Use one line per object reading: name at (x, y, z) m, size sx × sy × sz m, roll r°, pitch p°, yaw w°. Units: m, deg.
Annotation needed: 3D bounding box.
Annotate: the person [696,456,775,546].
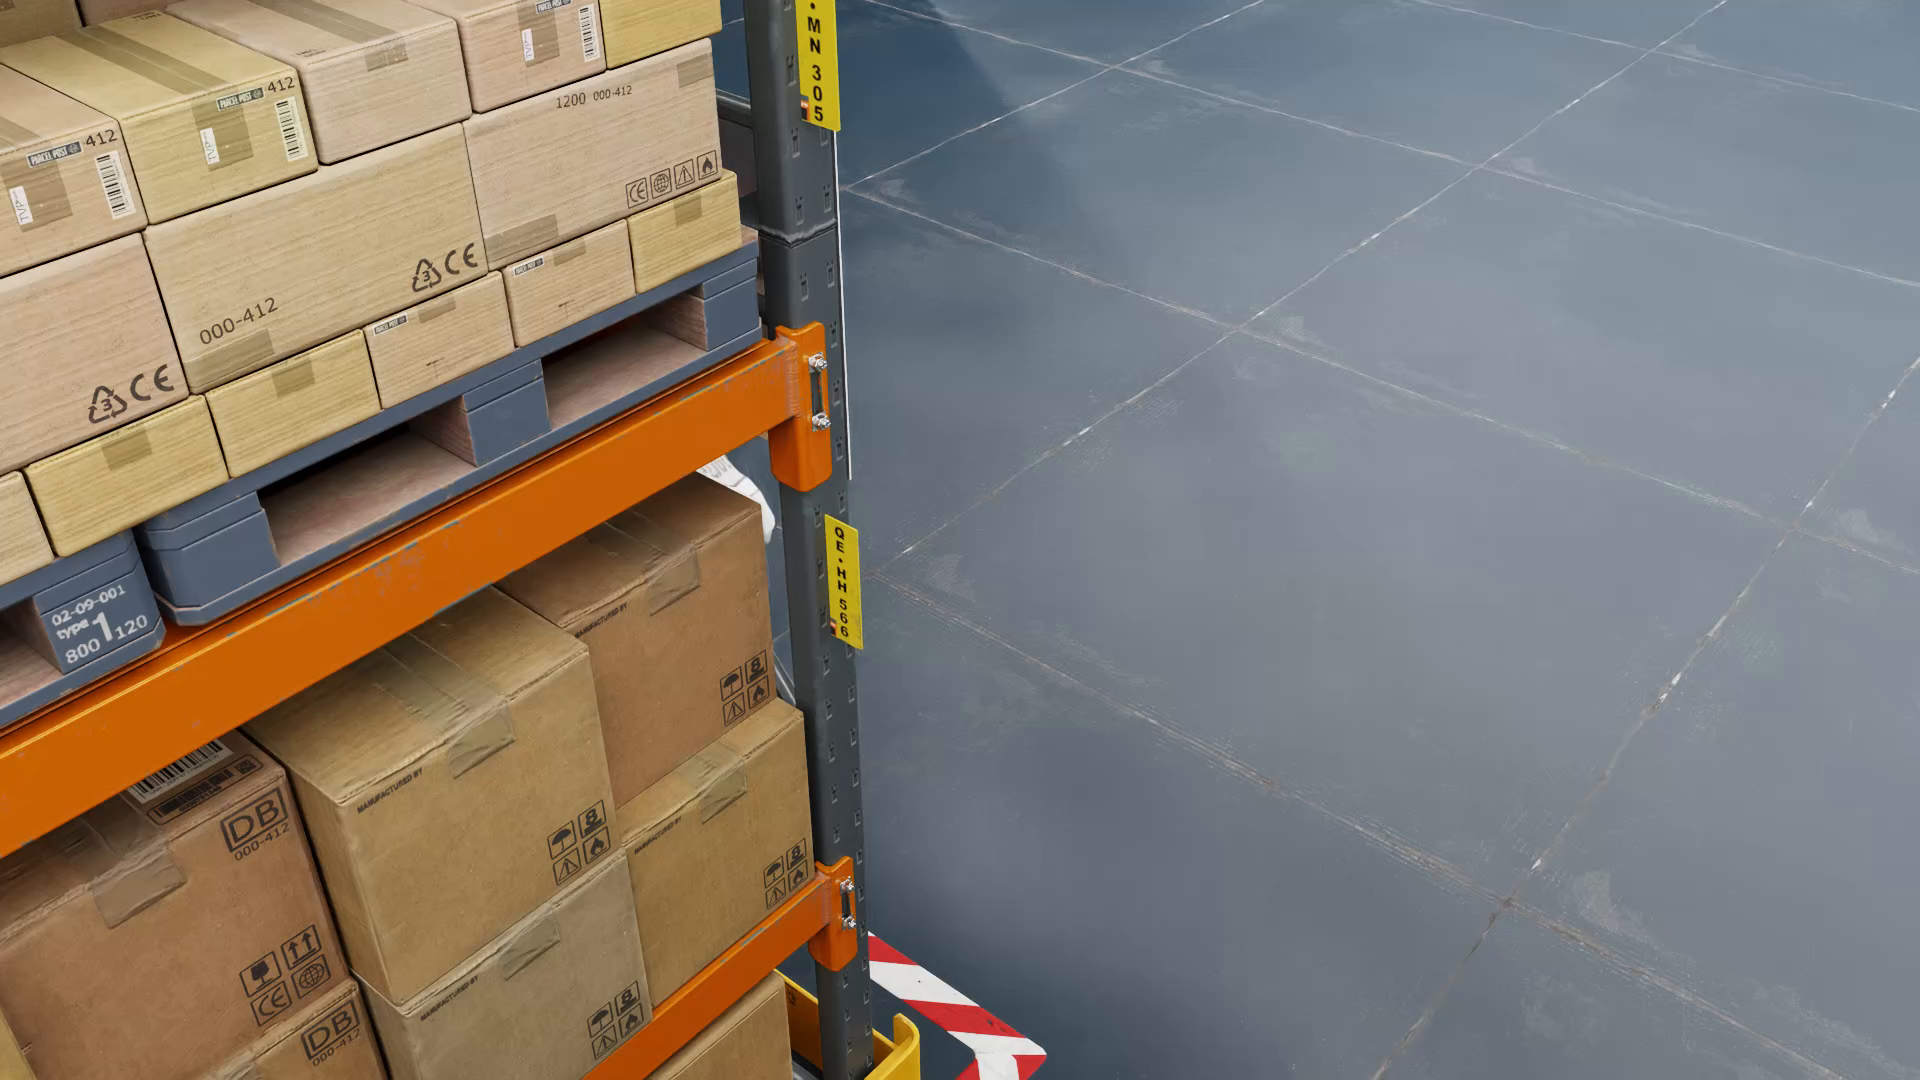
person at (-1.200, -0.171, 7.028) m, size 0.814 × 0.939 × 0.525 m, roll 26°, pitch 43°, yaw 32°
